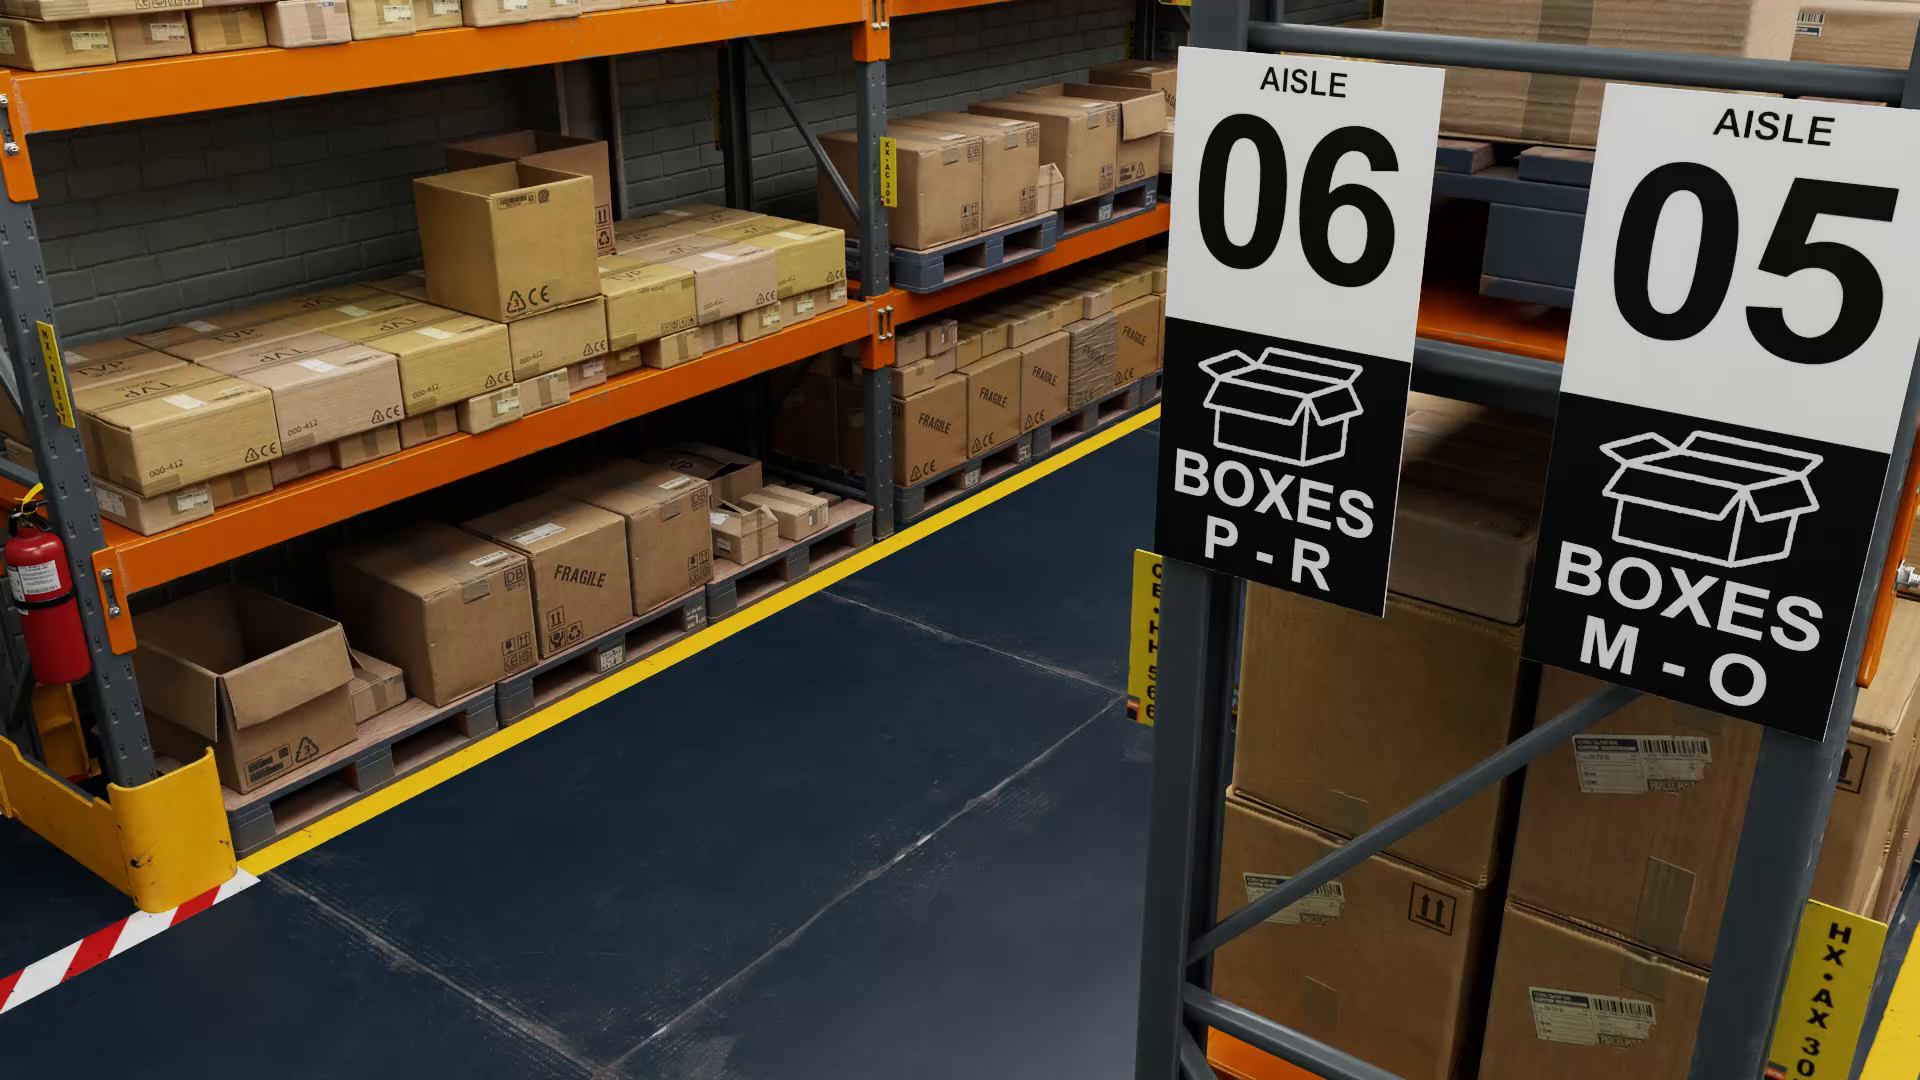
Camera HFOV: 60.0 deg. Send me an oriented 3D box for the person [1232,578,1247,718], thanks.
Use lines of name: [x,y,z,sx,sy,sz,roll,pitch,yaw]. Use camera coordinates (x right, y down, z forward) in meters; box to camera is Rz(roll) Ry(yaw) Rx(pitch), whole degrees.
person: [1.374,-0.082,6.765,0.570,1.759,0.505,16,28,33]
